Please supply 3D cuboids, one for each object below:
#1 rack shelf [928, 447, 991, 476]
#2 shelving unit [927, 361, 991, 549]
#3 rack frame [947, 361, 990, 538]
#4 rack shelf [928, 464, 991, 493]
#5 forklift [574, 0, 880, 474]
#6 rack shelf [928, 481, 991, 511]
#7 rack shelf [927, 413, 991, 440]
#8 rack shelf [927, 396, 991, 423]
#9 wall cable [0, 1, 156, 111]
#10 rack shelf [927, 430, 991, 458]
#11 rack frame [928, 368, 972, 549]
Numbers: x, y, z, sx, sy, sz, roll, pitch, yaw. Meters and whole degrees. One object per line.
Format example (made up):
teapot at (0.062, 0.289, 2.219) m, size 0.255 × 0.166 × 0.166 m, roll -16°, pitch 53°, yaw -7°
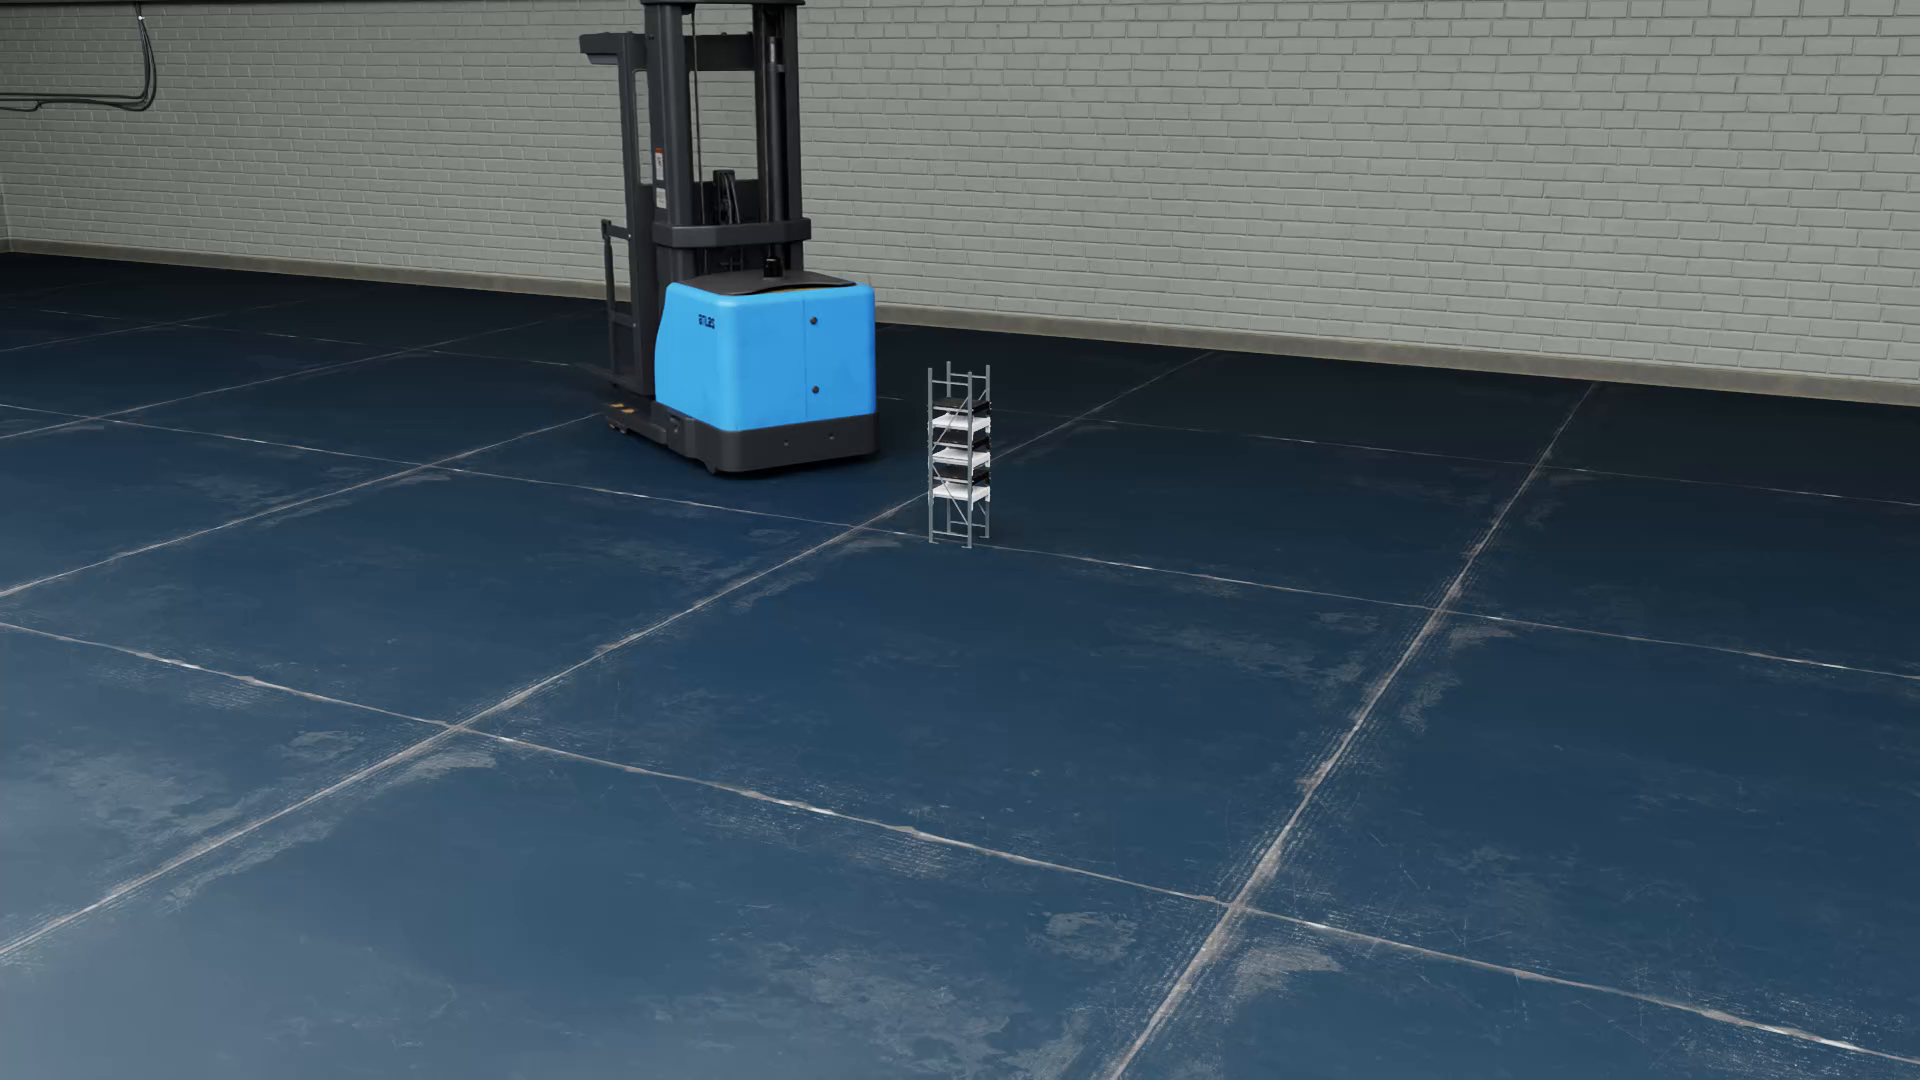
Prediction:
rack shelf at (-0.004, -0.397, 8.399) m, size 0.258 × 0.077 × 0.200 m, roll 8°, pitch 18°, yaw 25°
shelving unit at (-0.004, -0.429, 8.389) m, size 0.258 × 0.900 × 0.210 m, roll 8°, pitch 18°, yaw 25°
rack frame at (0.042, -0.455, 8.476) m, size 0.240 × 0.900 × 0.006 m, roll 8°, pitch 18°, yaw 25°
rack shelf at (-0.004, -0.311, 8.424) m, size 0.258 × 0.077 × 0.200 m, roll 8°, pitch 18°, yaw 25°
forklift at (-1.702, -2.159, 10.645) m, size 1.130 × 2.935 × 3.031 m, roll -10°, pitch 19°, yaw -31°
rack shelf at (-0.004, -0.225, 8.450) m, size 0.258 × 0.077 × 0.200 m, roll 8°, pitch 18°, yaw 25°
rack shelf at (-0.004, -0.570, 8.348) m, size 0.258 × 0.077 × 0.200 m, roll 8°, pitch 18°, yaw 25°
rack shelf at (-0.004, -0.656, 8.322) m, size 0.258 × 0.077 × 0.200 m, roll 8°, pitch 18°, yaw 25°
wall cable at (-10.401, -6.188, 19.007) m, size 3.097 × 2.526 × 0.112 m, roll 8°, pitch 18°, yaw 25°
rack shelf at (-0.004, -0.484, 8.373) m, size 0.258 × 0.077 × 0.200 m, roll 8°, pitch 18°, yaw 25°
rack frame at (-0.049, -0.403, 8.302) m, size 0.240 × 0.900 × 0.006 m, roll 8°, pitch 18°, yaw 25°
